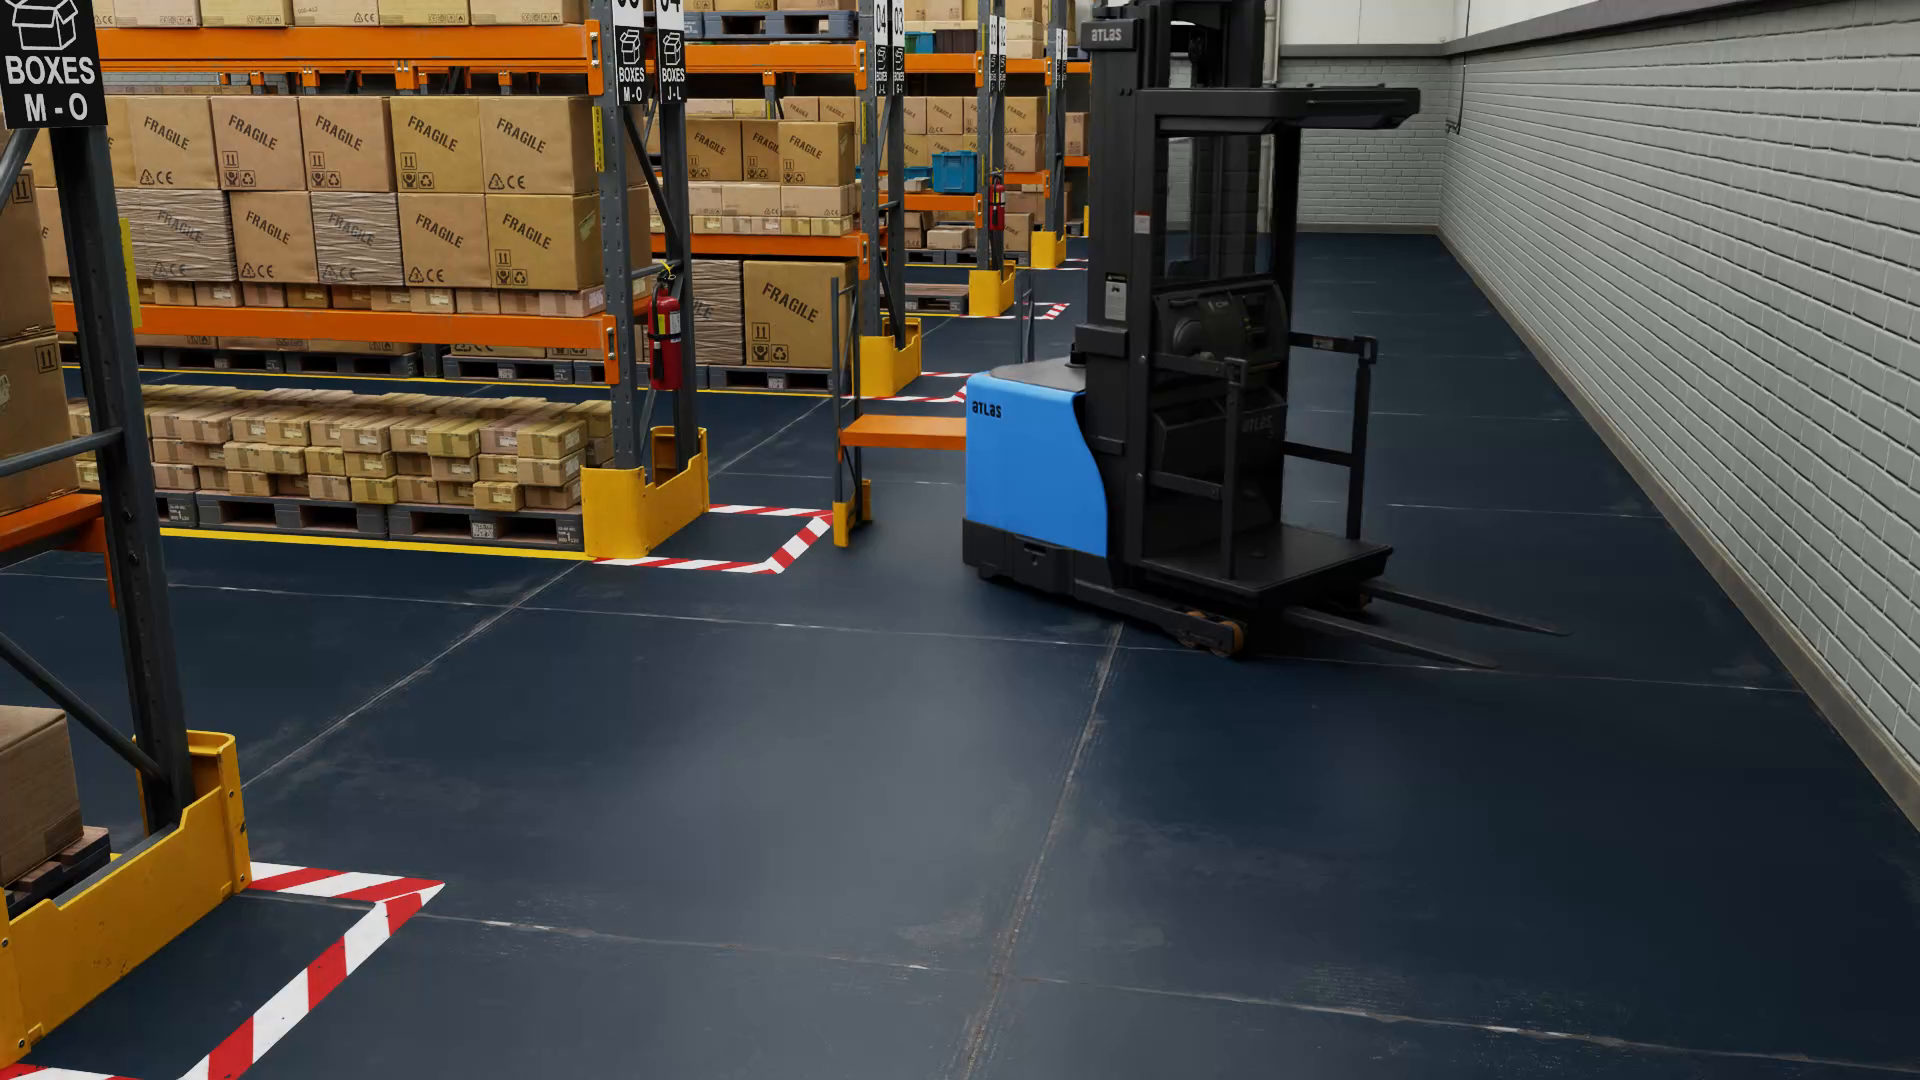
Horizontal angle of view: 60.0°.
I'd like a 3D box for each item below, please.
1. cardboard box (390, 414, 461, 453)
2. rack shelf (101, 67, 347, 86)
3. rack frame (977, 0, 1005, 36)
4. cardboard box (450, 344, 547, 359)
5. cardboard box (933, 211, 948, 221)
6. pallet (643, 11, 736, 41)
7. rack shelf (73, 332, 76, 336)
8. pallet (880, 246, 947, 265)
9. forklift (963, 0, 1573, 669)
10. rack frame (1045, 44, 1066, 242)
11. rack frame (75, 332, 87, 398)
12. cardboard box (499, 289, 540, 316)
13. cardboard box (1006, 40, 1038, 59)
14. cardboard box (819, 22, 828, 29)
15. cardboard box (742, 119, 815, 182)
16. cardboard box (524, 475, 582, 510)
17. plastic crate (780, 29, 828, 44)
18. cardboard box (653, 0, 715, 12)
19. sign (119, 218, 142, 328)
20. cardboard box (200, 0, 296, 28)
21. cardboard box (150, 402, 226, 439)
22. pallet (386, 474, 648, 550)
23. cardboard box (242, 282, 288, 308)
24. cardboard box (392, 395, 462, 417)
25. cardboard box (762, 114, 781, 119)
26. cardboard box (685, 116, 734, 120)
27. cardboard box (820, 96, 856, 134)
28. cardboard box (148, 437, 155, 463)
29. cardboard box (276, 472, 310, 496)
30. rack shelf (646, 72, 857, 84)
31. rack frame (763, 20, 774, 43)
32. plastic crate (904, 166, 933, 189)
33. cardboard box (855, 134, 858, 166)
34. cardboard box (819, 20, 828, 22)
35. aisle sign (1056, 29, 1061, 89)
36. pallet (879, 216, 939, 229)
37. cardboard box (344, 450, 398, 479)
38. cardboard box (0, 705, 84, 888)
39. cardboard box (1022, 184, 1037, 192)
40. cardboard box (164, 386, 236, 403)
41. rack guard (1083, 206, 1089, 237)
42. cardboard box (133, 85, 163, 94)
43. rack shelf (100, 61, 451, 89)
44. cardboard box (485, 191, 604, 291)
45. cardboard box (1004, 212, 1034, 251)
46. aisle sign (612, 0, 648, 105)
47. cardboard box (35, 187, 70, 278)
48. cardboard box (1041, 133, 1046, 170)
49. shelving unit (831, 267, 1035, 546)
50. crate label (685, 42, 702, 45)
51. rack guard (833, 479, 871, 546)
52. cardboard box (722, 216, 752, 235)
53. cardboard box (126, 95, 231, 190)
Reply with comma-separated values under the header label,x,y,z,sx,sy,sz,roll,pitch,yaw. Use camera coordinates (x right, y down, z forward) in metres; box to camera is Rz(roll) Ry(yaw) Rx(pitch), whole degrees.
label,x,y,z,sx,sy,sz,roll,pitch,yaw
cardboard box,-3.052,-0.610,9.515,0.250,0.149,0.380,2,16,9
rack shelf,-9.452,-5.712,20.223,4.000,0.370,1.077,3,16,11
rack frame,0.347,-6.973,17.807,0.127,3.000,1.000,3,16,11
cardboard box,-3.929,-2.121,14.723,0.875,0.875,0.875,3,16,11
cardboard box,-0.395,-5.789,28.669,0.500,0.500,0.700,3,16,11
pallet,-2.568,-4.290,13.906,1.213,0.211,1.003,3,16,11
rack shelf,-7.607,-1.466,10.514,4.000,0.370,1.077,3,16,11
pallet,-0.710,-4.145,24.060,1.213,0.211,1.003,3,16,11
forklift,1.385,-1.033,7.729,1.130,2.935,3.031,-14,21,-41
rack frame,1.338,-5.377,23.285,0.127,3.000,1.000,3,16,11
rack frame,-5.647,-1.706,10.033,0.127,3.000,1.000,3,16,11
cardboard box,-2.340,-1.339,9.178,0.250,0.149,0.380,3,16,11
cardboard box,0.782,-6.709,22.754,0.500,0.250,0.500,3,16,11
cardboard box,-1.665,-7.087,23.183,0.500,0.250,0.500,3,16,11
cardboard box,-1.547,-3.341,14.253,0.500,0.500,0.500,3,16,10
cardboard box,-2.285,-0.296,9.494,0.250,0.149,0.380,3,16,12
plastic crate,-1.763,-5.669,18.940,0.530,0.282,0.437,3,16,11
cardboard box,-2.204,-4.620,13.771,0.500,0.500,0.700,2,16,7
sign,-2.498,-0.794,4.968,0.005,0.325,0.100,3,16,11
cardboard box,-3.736,-2.900,9.005,0.500,0.250,0.500,4,16,14
cardboard box,-4.575,-0.710,9.877,0.250,0.149,0.380,3,16,10
pallet,-2.591,-0.206,9.842,1.213,0.211,1.003,3,16,11
cardboard box,-3.863,-1.425,9.489,0.250,0.149,0.380,4,16,13
cardboard box,-3.218,-0.764,10.072,0.250,0.149,0.380,4,16,13
cardboard box,-3.094,-7.099,28.720,0.500,0.500,0.500,3,16,11
cardboard box,-3.688,-5.944,24.358,0.500,0.500,0.700,6,16,20
cardboard box,-1.671,-5.994,23.451,0.500,0.500,0.500,3,16,9
cardboard box,-4.844,-0.582,9.970,0.250,0.149,0.380,3,16,11
cardboard box,-3.802,-0.379,9.796,0.250,0.149,0.380,4,16,13
rack shelf,-3.558,-8.091,28.811,4.000,0.370,1.077,3,16,11
rack frame,-2.582,-8.481,23.252,0.127,3.000,1.000,3,16,11
plastic crate,-0.475,-4.164,19.107,0.300,0.233,0.416,3,16,11
cardboard box,-1.635,-5.513,23.589,0.500,0.500,0.500,3,16,12
cardboard box,-1.636,-7.486,23.218,0.500,0.500,0.700,3,16,11
aisle sign,1.344,-6.546,22.635,0.004,0.787,0.394,3,16,11
pallet,-0.869,-5.481,28.884,1.213,0.211,1.003,3,16,11
cardboard box,-3.321,-0.470,9.567,0.250,0.149,0.380,3,16,12
cardboard box,-3.282,0.830,4.889,0.875,0.438,0.875,3,16,9
cardboard box,1.203,-5.967,28.095,0.250,0.149,0.380,4,16,13
cardboard box,-4.743,-0.856,10.403,0.250,0.149,0.380,3,16,11
rack guard,2.345,-5.467,28.293,0.348,0.500,1.175,3,16,11
cardboard box,-12.333,-6.791,25.771,0.500,0.500,0.700,3,16,11
rack shelf,-6.520,-4.204,14.778,4.000,0.370,1.077,3,16,11
cardboard box,-2.219,-1.642,9.055,0.500,0.500,0.500,3,16,12
cardboard box,0.756,-4.349,23.431,0.500,0.500,0.500,3,16,11
aisle sign,-1.716,-2.664,8.621,0.004,0.787,0.394,3,16,11
cardboard box,-5.212,-1.806,9.647,0.500,0.500,0.500,3,16,10
cardboard box,0.955,-5.518,23.605,0.500,0.500,0.500,3,16,12
shelving unit,-0.132,-0.740,9.356,1.083,1.500,0.587,3,16,10
crate label,-3.151,-5.511,18.644,0.466,0.136,0.293,3,16,11
rack guard,-0.622,-0.163,9.612,0.087,0.250,0.587,3,16,10
cardboard box,-1.801,-2.638,13.868,0.250,0.149,0.380,3,16,12
cardboard box,-4.255,-2.234,9.319,0.500,0.500,0.500,3,16,12
